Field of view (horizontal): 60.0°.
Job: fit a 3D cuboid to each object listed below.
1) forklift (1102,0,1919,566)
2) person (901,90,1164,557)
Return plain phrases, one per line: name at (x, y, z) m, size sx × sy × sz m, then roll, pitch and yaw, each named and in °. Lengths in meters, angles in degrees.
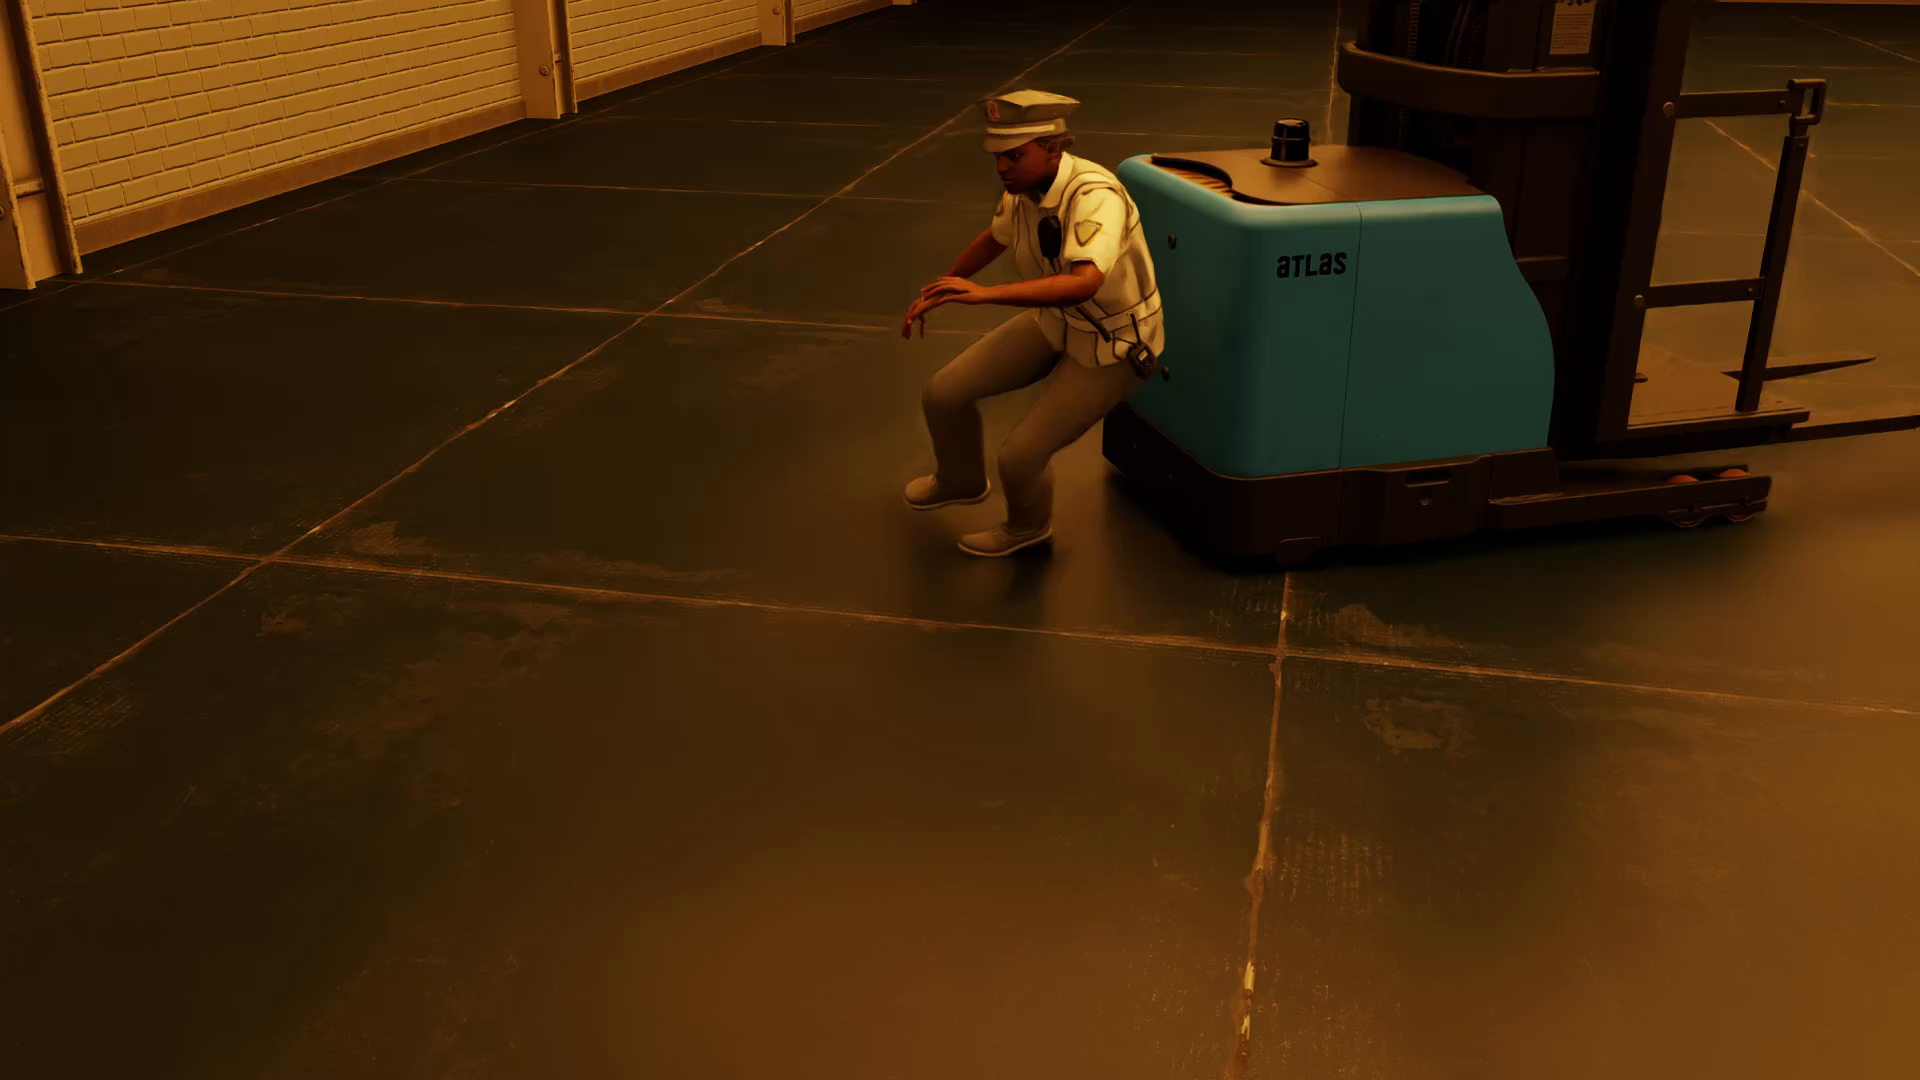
forklift at (2.061, -1.579, 5.140) m, size 3.031 × 2.935 × 1.130 m, roll -6°, pitch 23°, yaw -15°
person at (0.084, -0.522, 4.580) m, size 0.867 × 1.425 × 0.983 m, roll -18°, pitch 29°, yaw -38°
